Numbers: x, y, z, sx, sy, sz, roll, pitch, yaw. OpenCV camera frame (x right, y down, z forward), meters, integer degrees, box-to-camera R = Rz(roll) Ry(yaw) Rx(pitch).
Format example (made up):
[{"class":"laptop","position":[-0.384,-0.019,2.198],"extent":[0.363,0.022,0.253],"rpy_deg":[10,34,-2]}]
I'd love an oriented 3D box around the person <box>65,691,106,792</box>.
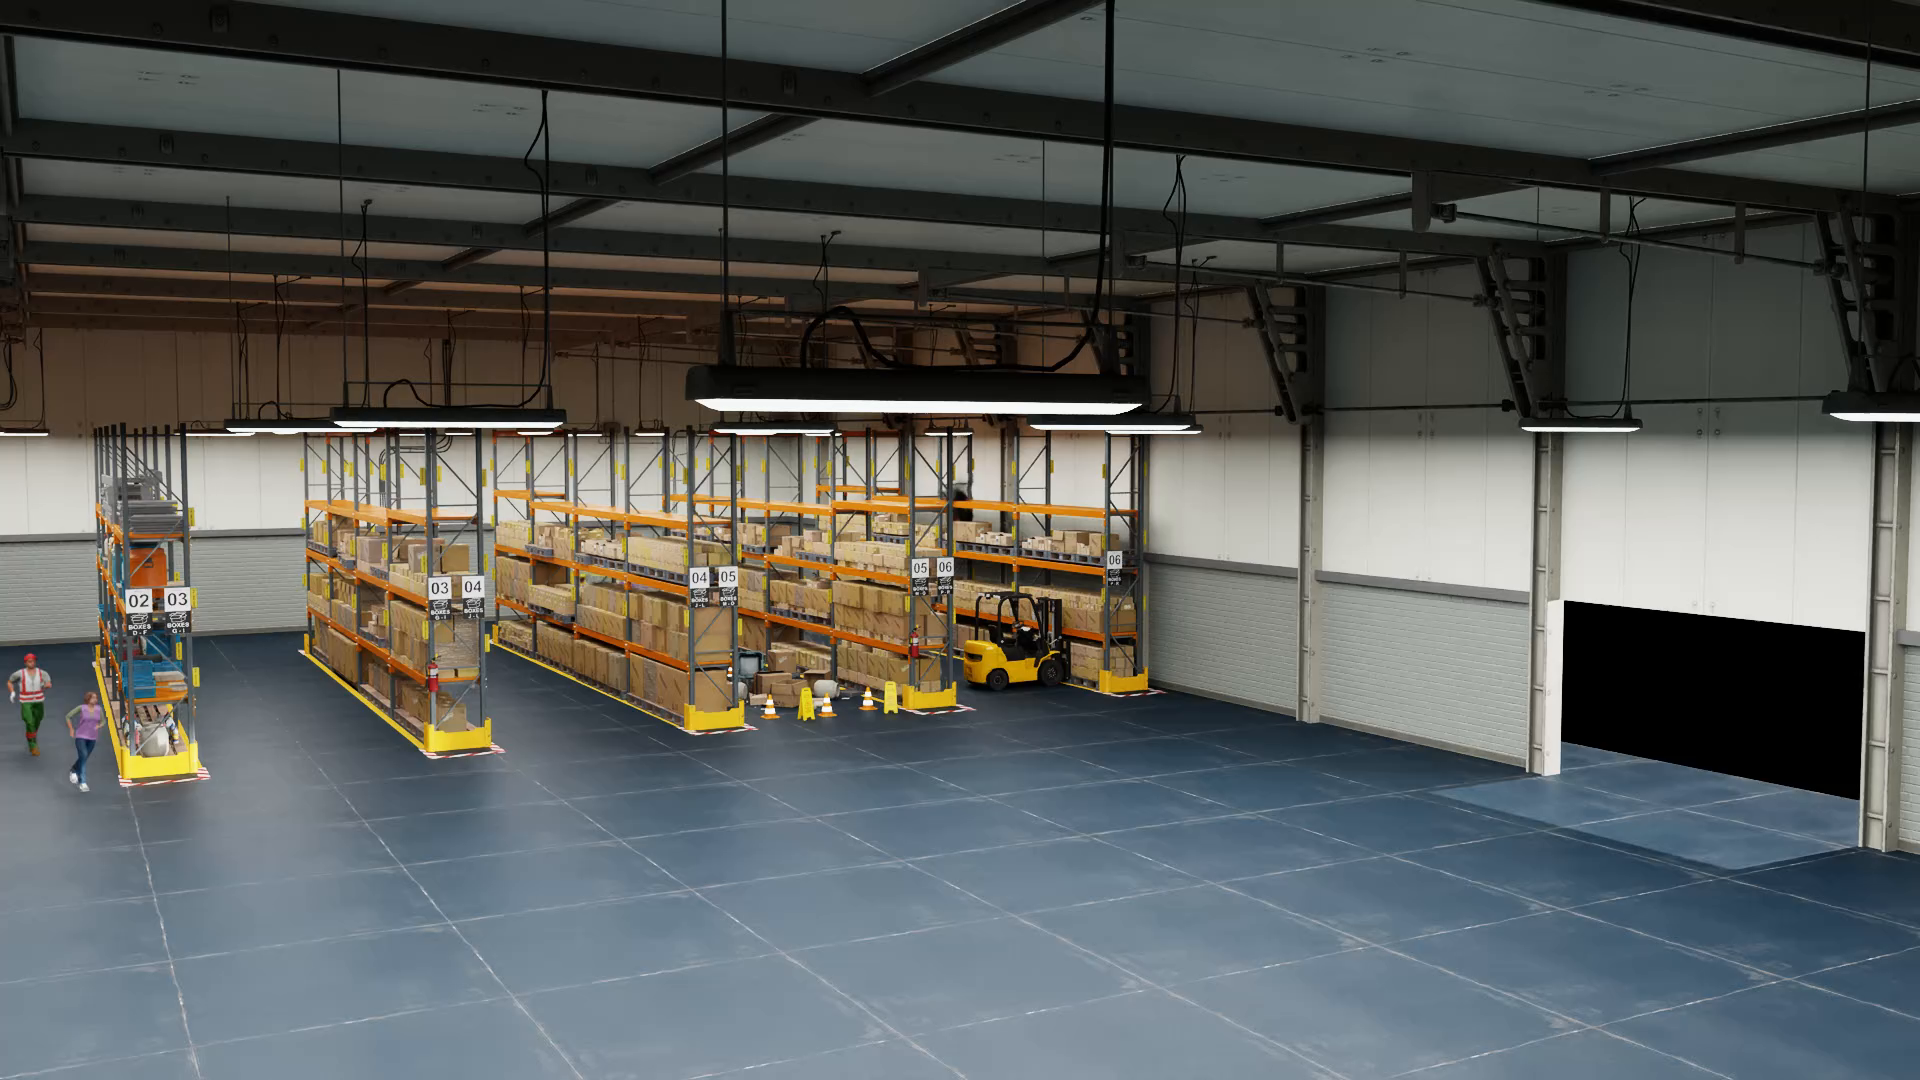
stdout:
[{"class":"person","position":[-14.346,3.274,27.341],"extent":[0.858,1.572,0.561],"rpy_deg":[3,4,38]}]

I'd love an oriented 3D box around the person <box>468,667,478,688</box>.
[{"class":"person","position":[-11.250,2.591,38.233],"extent":[0.618,1.651,0.537],"rpy_deg":[-3,4,-38]}]

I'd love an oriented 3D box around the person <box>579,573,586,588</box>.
[{"class":"person","position":[-11.174,1.840,49.092],"extent":[0.987,1.755,0.699],"rpy_deg":[-2,4,-35]}]

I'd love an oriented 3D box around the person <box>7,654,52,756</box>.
[{"class":"person","position":[-16.894,2.970,30.261],"extent":[0.930,1.810,0.656],"rpy_deg":[3,5,42]}]
